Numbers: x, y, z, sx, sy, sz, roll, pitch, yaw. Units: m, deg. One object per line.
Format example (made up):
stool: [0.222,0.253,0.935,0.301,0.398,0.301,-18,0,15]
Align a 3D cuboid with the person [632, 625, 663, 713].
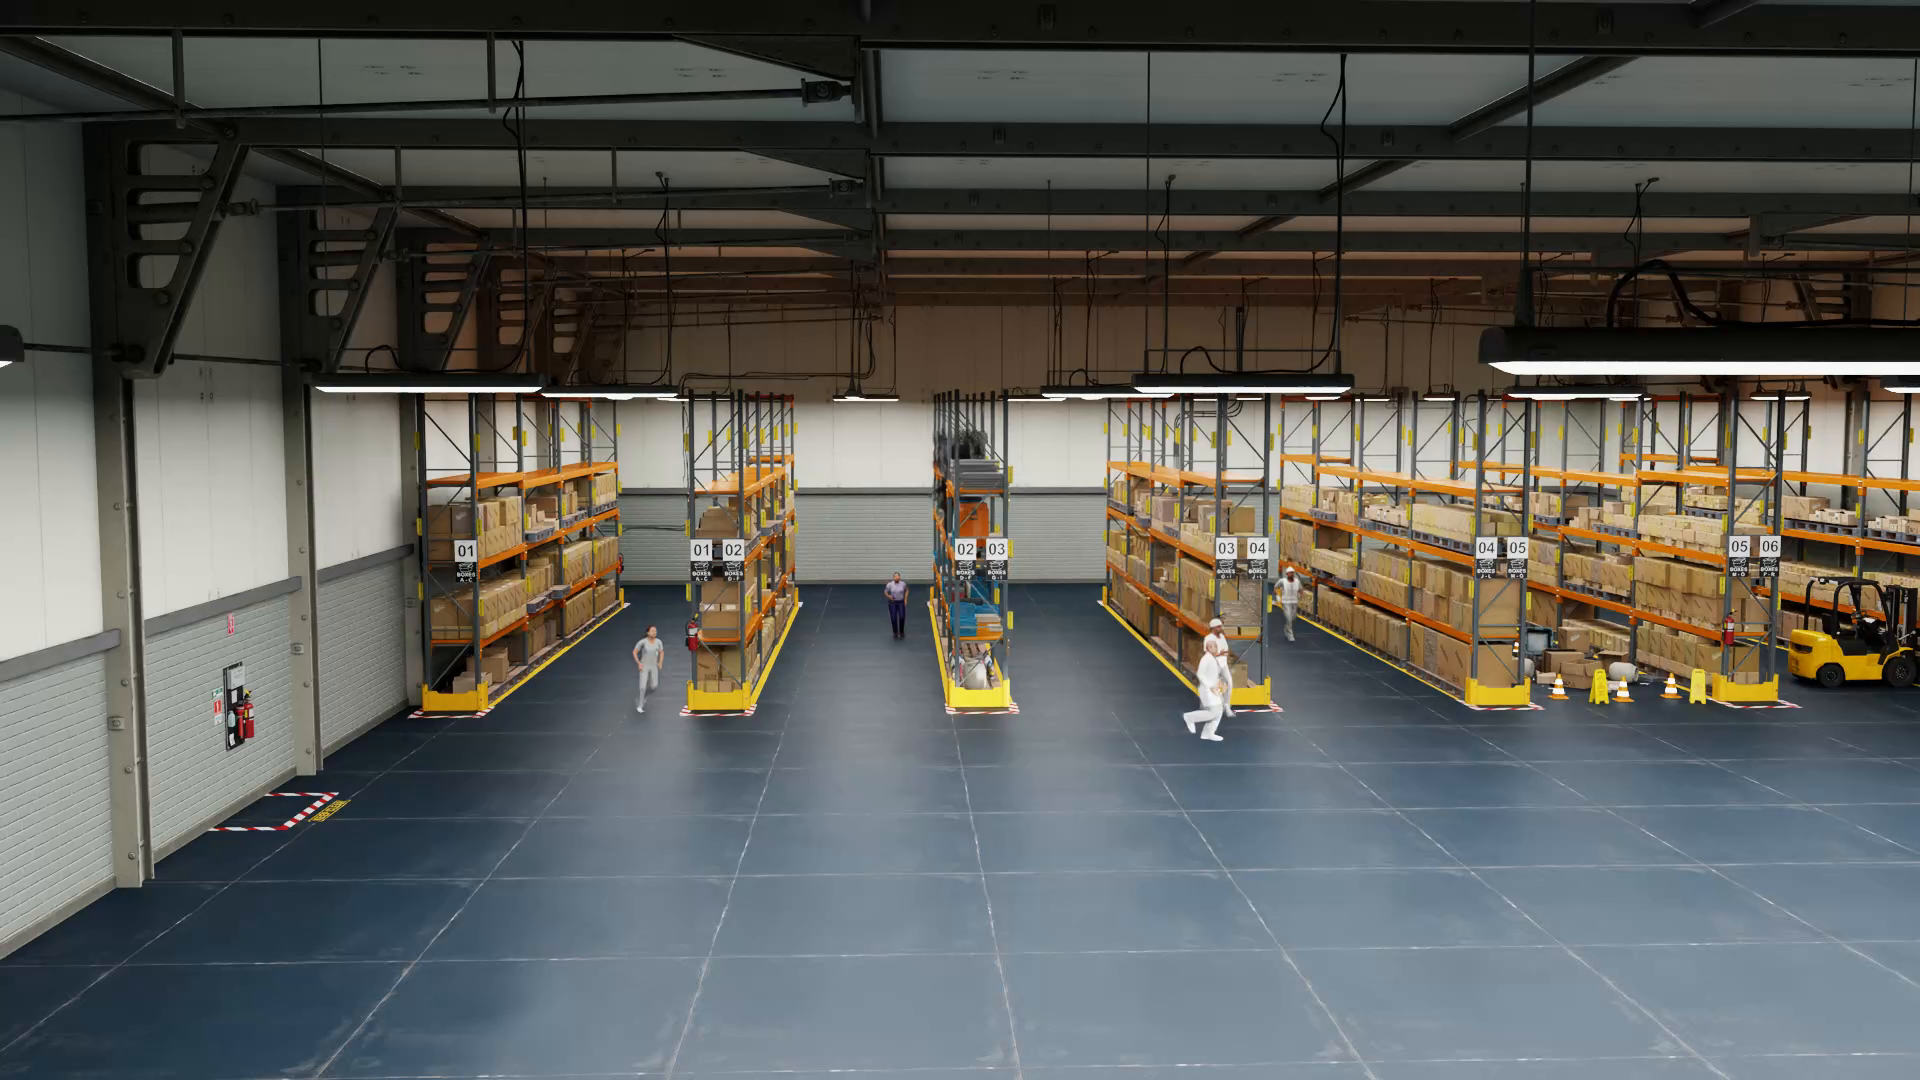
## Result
person: [-5.803,2.397,31.087,0.619,1.626,0.533,-2,5,-28]

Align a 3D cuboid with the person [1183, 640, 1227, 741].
person: [4.174,2.555,28.355,0.672,1.727,0.695,2,5,23]

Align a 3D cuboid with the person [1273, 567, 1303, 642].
person: [7.986,1.505,40.328,0.705,1.708,0.879,-1,5,-10]

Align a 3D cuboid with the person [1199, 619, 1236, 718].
person: [4.719,2.350,30.513,0.717,1.818,0.723,-4,6,-41]

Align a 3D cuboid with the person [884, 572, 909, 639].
person: [-1.544,1.606,40.651,0.605,1.648,0.645,0,5,-4]
